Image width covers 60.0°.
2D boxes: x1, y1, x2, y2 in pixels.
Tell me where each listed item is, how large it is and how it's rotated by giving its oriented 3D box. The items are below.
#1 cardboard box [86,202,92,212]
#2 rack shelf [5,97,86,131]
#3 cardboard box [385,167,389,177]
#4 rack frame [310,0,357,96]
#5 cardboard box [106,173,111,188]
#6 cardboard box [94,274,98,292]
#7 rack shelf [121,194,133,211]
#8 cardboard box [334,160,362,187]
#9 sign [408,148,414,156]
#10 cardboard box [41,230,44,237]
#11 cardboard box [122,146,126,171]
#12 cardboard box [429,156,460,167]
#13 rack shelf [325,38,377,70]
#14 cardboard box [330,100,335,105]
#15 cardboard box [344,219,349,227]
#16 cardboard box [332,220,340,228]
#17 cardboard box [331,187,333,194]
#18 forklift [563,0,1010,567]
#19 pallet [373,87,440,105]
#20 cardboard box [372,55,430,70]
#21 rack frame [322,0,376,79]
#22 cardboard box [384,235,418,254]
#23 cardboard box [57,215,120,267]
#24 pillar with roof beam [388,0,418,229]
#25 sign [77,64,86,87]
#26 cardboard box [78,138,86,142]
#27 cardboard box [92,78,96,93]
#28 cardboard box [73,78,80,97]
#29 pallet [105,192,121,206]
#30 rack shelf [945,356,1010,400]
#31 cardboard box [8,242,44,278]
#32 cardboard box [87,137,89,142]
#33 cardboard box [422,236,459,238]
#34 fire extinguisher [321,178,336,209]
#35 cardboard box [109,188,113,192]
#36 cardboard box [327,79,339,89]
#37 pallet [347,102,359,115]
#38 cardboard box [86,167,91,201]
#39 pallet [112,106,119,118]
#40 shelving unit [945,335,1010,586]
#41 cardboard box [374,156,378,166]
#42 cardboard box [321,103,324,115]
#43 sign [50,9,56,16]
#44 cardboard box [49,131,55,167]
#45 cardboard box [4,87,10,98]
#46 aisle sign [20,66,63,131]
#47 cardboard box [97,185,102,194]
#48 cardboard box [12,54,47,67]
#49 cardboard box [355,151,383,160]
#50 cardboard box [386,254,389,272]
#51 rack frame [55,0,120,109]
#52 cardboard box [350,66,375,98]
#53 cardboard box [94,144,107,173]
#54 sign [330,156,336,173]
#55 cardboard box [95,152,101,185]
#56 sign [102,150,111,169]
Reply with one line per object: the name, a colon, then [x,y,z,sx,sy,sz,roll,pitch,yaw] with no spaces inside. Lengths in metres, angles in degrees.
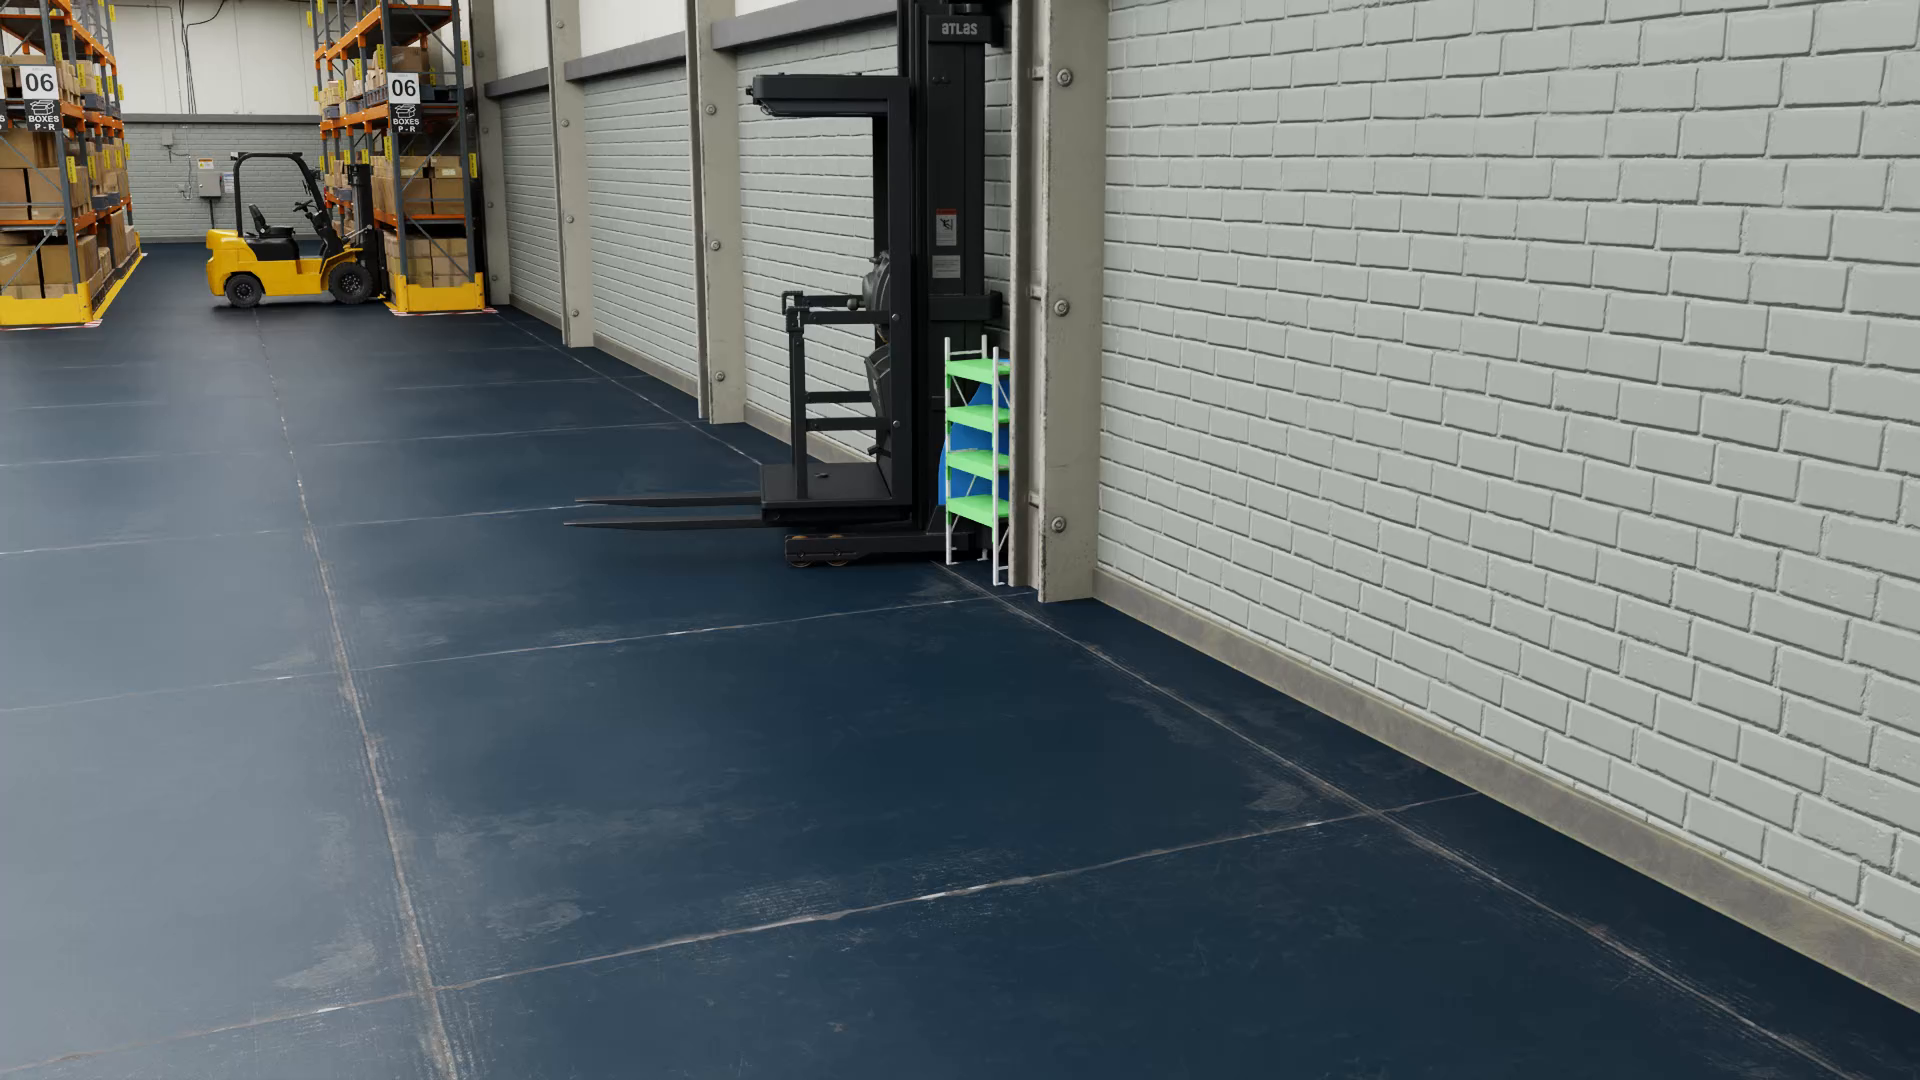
cardboard box: [-12.930,-4.870,24.318,0.380,0.149,0.250,-5,14,-22]
rack shelf: [-12.644,-5.780,22.635,1.077,0.370,4.000,-6,14,-23]
cardboard box: [-8.108,-5.329,24.080,0.380,0.149,0.250,-6,14,-25]
rack frame: [-13.705,-10.933,36.653,1.000,3.000,0.127,-6,14,-23]
cardboard box: [-15.230,-6.313,29.219,0.500,0.250,0.500,-5,14,-22]
cardboard box: [-12.540,-3.635,23.590,0.500,0.250,0.500,-5,14,-22]
rack shelf: [-17.450,-6.798,33.685,1.077,0.370,4.000,-6,14,-23]
cardboard box: [-11.906,-7.211,32.719,0.700,0.500,0.500,-5,14,-22]
sign: [-9.993,-6.973,30.277,0.100,0.325,0.005,-6,14,-23]
cardboard box: [-13.461,-4.451,24.015,0.380,0.149,0.250,-5,14,-22]
cardboard box: [-17.604,-7.914,34.473,0.500,0.500,0.500,-6,14,-23]
cardboard box: [-7.235,-5.303,23.312,0.380,0.149,0.250,-6,14,-24]
rack shelf: [-11.302,-9.149,31.423,1.077,0.370,4.000,-6,14,-23]
cardboard box: [-11.936,-8.468,32.058,0.380,0.149,0.250,-6,14,-24]
cardboard box: [-12.203,-6.389,33.496,0.380,0.149,0.250,-5,14,-20]
cardboard box: [-13.547,-6.864,36.981,0.797,0.503,0.637,-6,14,-25]
cardboard box: [-13.230,-7.472,35.561,0.380,0.149,0.250,-5,14,-22]
forklift: [-0.625,-1.410,8.963,3.031,2.935,1.130,-2,13,-7]
pallet: [-8.048,-6.524,24.451,1.003,0.211,1.213,-6,14,-23]
cardboard box: [-8.214,-6.885,24.429,0.797,0.503,0.637,-5,14,-21]
rack frame: [-12.103,-10.107,33.083,1.000,3.000,0.127,-6,14,-23]
cardboard box: [-8.187,-4.333,24.386,0.500,0.250,0.500,-5,14,-22]
cardboard box: [-15.248,-5.228,29.089,0.875,0.875,0.875,-6,14,-23]
pillar with roof beam: [-15.500,-9.944,32.376,9.100,9.000,0.400,-6,14,-23]
sign: [-12.951,-6.846,24.499,0.100,0.325,0.005,-6,14,-23]
cardboard box: [-17.070,-7.686,32.050,0.380,0.149,0.250,-5,14,-22]
cardboard box: [-13.515,-6.937,25.439,0.500,0.250,0.500,-6,14,-24]
cardboard box: [-13.020,-6.548,24.032,0.500,0.250,0.500,-6,14,-23]
pallet: [-14.664,-5.678,27.675,1.213,0.211,1.003,-6,14,-23]
rack shelf: [0.151,-0.823,8.410,0.258,0.148,0.480,-8,15,-29]
cardboard box: [-12.614,-3.736,22.363,0.500,0.500,0.500,-5,14,-21]
cardboard box: [-16.796,-7.776,32.439,0.380,0.149,0.250,-6,14,-24]
cardboard box: [-7.518,-4.277,24.144,0.500,0.250,0.500,-6,14,-23]
fire extinguisher: [-14.187,-7.780,37.331,0.296,0.674,0.183,-6,14,-23]
cardboard box: [-15.439,-6.173,29.722,0.500,0.250,0.500,-5,14,-21]
cardboard box: [-12.302,-9.030,32.905,0.396,0.266,0.258,-6,14,-24]
pallet: [-10.147,-7.595,29.300,1.213,0.211,1.003,-5,14,-20]
cardboard box: [-13.039,-5.207,24.333,0.500,0.500,0.500,-6,14,-24]
pallet: [-17.452,-8.575,33.312,1.003,0.211,1.213,-6,14,-23]
shelving unit: [0.153,-0.418,8.506,0.258,1.200,0.503,-8,15,-29]
cardboard box: [-8.735,-5.788,25.407,0.380,0.149,0.250,-5,14,-22]
cardboard box: [-13.362,-9.218,35.565,0.500,0.250,0.500,-6,14,-25]
sign: [-18.763,-10.968,34.379,0.100,0.325,0.005,-6,14,-23]
cardboard box: [-13.283,-5.545,23.578,0.700,0.500,0.500,-6,14,-23]
cardboard box: [-12.242,-5.643,21.006,0.380,0.149,0.250,-6,14,-23]
aisle sign: [-11.534,-5.538,20.879,0.394,0.787,0.004,-6,14,-23]
cardboard box: [-13.873,-5.579,26.449,0.380,0.149,0.250,-5,14,-21]
cardboard box: [-11.798,-6.075,21.104,0.380,0.149,0.250,-6,14,-23]
cardboard box: [-12.456,-7.953,35.091,0.500,0.500,0.500,-6,14,-25]
cardboard box: [-8.194,-4.095,24.470,0.500,0.250,0.500,-6,14,-24]
rack frame: [-18.252,-10.484,34.713,1.000,3.000,0.127,-6,14,-23]
cardboard box: [-10.026,-7.739,28.130,0.500,0.500,0.500,-5,14,-22]
cardboard box: [-15.020,-6.569,28.660,0.500,0.500,0.500,-6,14,-25]
sign: [-12.597,-7.556,33.443,0.100,0.325,0.005,-6,14,-23]
cardboard box: [-13.756,-5.810,26.009,0.500,0.500,0.500,-6,14,-23]
sign: [-14.554,-6.485,28.346,0.100,0.325,0.005,-6,14,-23]
